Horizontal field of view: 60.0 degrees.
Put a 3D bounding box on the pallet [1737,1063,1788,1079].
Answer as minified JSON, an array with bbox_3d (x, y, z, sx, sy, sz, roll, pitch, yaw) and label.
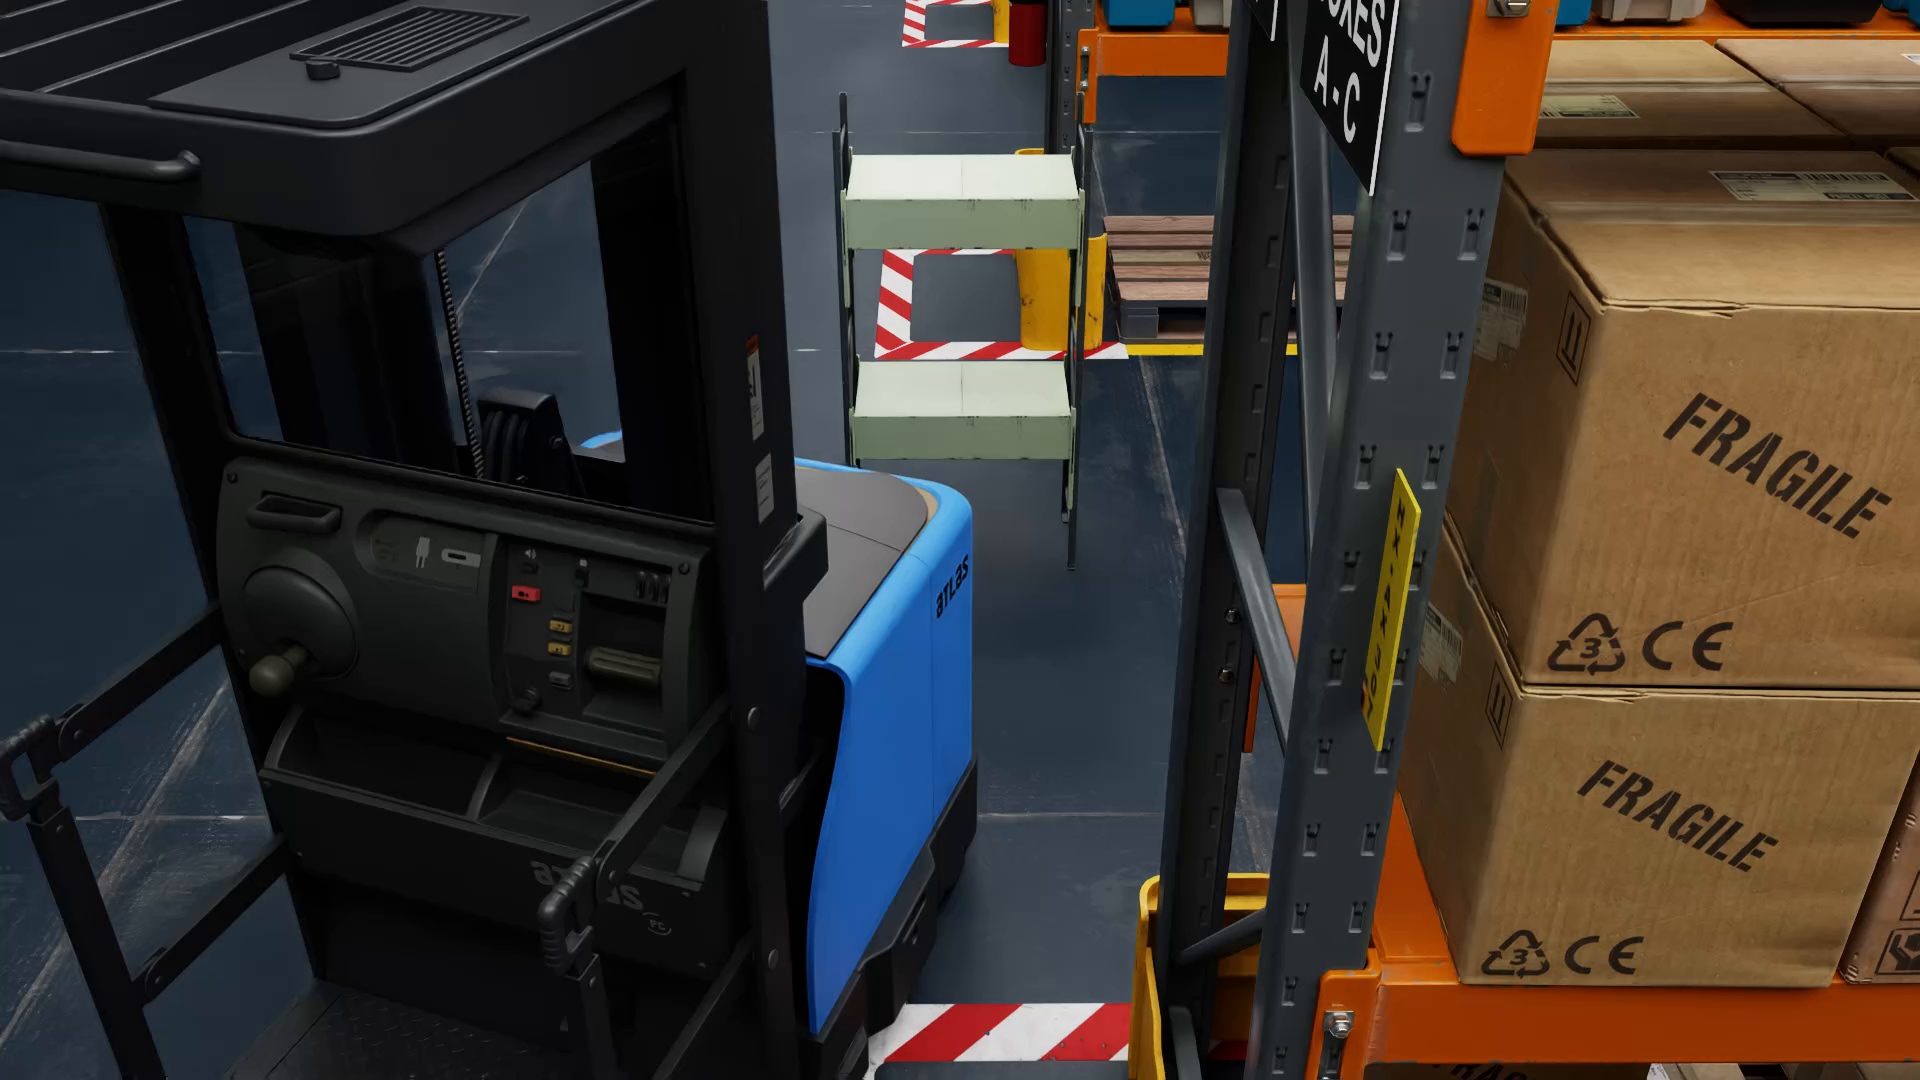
[{"bbox_3d":[1.356,1.360,3.305,1.213,0.211,1.003,0,31,0],"label":"pallet"}]

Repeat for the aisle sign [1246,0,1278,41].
[{"bbox_3d":[0.412,-1.099,2.164,0.004,0.787,0.394,0,31,0],"label":"aisle sign"}]

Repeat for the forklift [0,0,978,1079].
[{"bbox_3d":[-0.931,0.175,2.637,1.130,2.935,3.031,11,33,17],"label":"forklift"}]

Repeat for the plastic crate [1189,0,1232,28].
[{"bbox_3d":[1.026,-2.099,6.515,0.298,0.136,0.250,0,31,0],"label":"plastic crate"}]

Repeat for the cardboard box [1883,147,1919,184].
[{"bbox_3d":[1.450,-0.169,2.077,0.500,0.500,0.500,0,31,0],"label":"cardboard box"}]

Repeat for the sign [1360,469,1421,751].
[{"bbox_3d":[0.486,0.082,1.888,0.005,0.325,0.100,0,31,0],"label":"sign"}]

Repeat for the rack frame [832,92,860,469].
[{"bbox_3d":[-0.359,-0.640,5.359,0.023,1.500,0.400,0,31,0],"label":"rack frame"}]

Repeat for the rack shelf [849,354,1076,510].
[{"bbox_3d":[0.007,-0.363,5.530,0.720,0.370,0.431,0,31,0],"label":"rack shelf"}]

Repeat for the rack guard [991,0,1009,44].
[{"bbox_3d":[0.402,-3.899,11.694,0.348,0.500,1.175,0,31,0],"label":"rack guard"}]

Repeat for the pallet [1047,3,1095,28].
[{"bbox_3d":[1.225,-3.818,11.840,1.213,0.211,1.003,0,31,0],"label":"pallet"}]

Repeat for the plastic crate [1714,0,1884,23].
[{"bbox_3d":[3.338,-2.176,6.652,0.590,0.125,0.437,0,31,0],"label":"plastic crate"}]

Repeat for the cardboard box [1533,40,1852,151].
[{"bbox_3d":[0.926,-0.443,2.529,0.500,0.500,0.500,0,31,-1],"label":"cardboard box"}]

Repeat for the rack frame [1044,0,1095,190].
[{"bbox_3d":[0.456,-2.398,6.811,0.127,3.000,1.000,0,31,0],"label":"rack frame"}]

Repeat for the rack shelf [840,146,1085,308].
[{"bbox_3d":[0.007,-0.975,5.159,0.720,0.370,0.431,0,31,0],"label":"rack shelf"}]

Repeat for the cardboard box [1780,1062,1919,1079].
[{"bbox_3d":[1.975,1.042,3.368,0.500,0.250,0.500,0,31,0],"label":"cardboard box"}]

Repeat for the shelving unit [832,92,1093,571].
[{"bbox_3d":[0.007,-0.641,5.361,0.755,1.500,0.431,0,31,0],"label":"shelving unit"}]

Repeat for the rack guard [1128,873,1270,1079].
[{"bbox_3d":[0.558,1.239,3.225,0.348,0.500,1.175,0,31,0],"label":"rack guard"}]

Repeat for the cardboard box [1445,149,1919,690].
[{"bbox_3d":[0.928,-0.164,2.068,0.500,0.500,0.500,1,31,1],"label":"cardboard box"}]

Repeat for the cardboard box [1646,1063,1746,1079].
[{"bbox_3d":[1.430,1.110,3.336,0.250,0.166,0.380,0,31,0],"label":"cardboard box"}]

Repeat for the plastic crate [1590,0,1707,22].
[{"bbox_3d":[2.717,-2.162,6.619,0.466,0.136,0.293,0,31,0],"label":"plastic crate"}]

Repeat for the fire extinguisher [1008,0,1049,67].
[{"bbox_3d":[0.303,-2.441,7.316,0.183,0.674,0.296,0,31,0],"label":"fire extinguisher"}]

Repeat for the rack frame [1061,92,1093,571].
[{"bbox_3d":[0.373,-0.642,5.363,0.023,1.500,0.400,0,31,0],"label":"rack frame"}]

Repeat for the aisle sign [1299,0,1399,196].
[{"bbox_3d":[0.416,-0.788,1.651,0.004,0.787,0.394,0,31,0],"label":"aisle sign"}]

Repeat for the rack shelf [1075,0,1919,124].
[{"bbox_3d":[2.456,-2.097,7.008,4.000,0.370,1.077,0,31,0],"label":"rack shelf"}]

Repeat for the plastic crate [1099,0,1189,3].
[{"bbox_3d":[0.790,-2.537,6.948,0.499,0.435,0.616,0,31,0],"label":"plastic crate"}]

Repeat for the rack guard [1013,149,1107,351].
[{"bbox_3d":[0.432,-1.323,7.448,0.348,0.500,1.175,0,31,0],"label":"rack guard"}]

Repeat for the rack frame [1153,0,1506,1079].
[{"bbox_3d":[0.482,0.171,2.576,0.127,3.000,1.000,0,31,0],"label":"rack frame"}]

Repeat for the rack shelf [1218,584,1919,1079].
[{"bbox_3d":[2.482,0.472,2.773,4.000,0.370,1.077,0,31,0],"label":"rack shelf"}]

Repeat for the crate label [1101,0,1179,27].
[{"bbox_3d":[0.705,-2.182,6.559,0.303,0.233,0.416,0,31,0],"label":"crate label"}]

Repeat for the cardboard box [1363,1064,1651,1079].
[{"bbox_3d":[1.025,0.922,3.324,0.500,0.500,0.500,0,31,0],"label":"cardboard box"}]

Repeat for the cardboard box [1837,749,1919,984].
[{"bbox_3d":[1.443,0.259,2.335,0.500,0.500,0.500,0,31,-1],"label":"cardboard box"}]

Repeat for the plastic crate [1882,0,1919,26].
[{"bbox_3d":[3.991,-2.251,6.527,0.575,0.384,0.392,0,31,0],"label":"plastic crate"}]

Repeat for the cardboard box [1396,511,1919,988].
[{"bbox_3d":[0.928,0.264,2.327,0.500,0.500,0.500,0,31,1],"label":"cardboard box"}]

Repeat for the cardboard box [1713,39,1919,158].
[{"bbox_3d":[1.431,-0.445,2.532,0.500,0.500,0.500,1,31,1],"label":"cardboard box"}]

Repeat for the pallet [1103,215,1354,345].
[{"bbox_3d":[1.281,-1.189,7.506,1.213,0.211,1.003,0,31,0],"label":"pallet"}]

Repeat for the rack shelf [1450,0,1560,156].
[{"bbox_3d":[2.482,-0.810,1.995,4.000,0.370,1.077,0,31,0],"label":"rack shelf"}]

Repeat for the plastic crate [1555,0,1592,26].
[{"bbox_3d":[2.322,-2.188,6.567,0.300,0.233,0.416,0,31,0],"label":"plastic crate"}]
